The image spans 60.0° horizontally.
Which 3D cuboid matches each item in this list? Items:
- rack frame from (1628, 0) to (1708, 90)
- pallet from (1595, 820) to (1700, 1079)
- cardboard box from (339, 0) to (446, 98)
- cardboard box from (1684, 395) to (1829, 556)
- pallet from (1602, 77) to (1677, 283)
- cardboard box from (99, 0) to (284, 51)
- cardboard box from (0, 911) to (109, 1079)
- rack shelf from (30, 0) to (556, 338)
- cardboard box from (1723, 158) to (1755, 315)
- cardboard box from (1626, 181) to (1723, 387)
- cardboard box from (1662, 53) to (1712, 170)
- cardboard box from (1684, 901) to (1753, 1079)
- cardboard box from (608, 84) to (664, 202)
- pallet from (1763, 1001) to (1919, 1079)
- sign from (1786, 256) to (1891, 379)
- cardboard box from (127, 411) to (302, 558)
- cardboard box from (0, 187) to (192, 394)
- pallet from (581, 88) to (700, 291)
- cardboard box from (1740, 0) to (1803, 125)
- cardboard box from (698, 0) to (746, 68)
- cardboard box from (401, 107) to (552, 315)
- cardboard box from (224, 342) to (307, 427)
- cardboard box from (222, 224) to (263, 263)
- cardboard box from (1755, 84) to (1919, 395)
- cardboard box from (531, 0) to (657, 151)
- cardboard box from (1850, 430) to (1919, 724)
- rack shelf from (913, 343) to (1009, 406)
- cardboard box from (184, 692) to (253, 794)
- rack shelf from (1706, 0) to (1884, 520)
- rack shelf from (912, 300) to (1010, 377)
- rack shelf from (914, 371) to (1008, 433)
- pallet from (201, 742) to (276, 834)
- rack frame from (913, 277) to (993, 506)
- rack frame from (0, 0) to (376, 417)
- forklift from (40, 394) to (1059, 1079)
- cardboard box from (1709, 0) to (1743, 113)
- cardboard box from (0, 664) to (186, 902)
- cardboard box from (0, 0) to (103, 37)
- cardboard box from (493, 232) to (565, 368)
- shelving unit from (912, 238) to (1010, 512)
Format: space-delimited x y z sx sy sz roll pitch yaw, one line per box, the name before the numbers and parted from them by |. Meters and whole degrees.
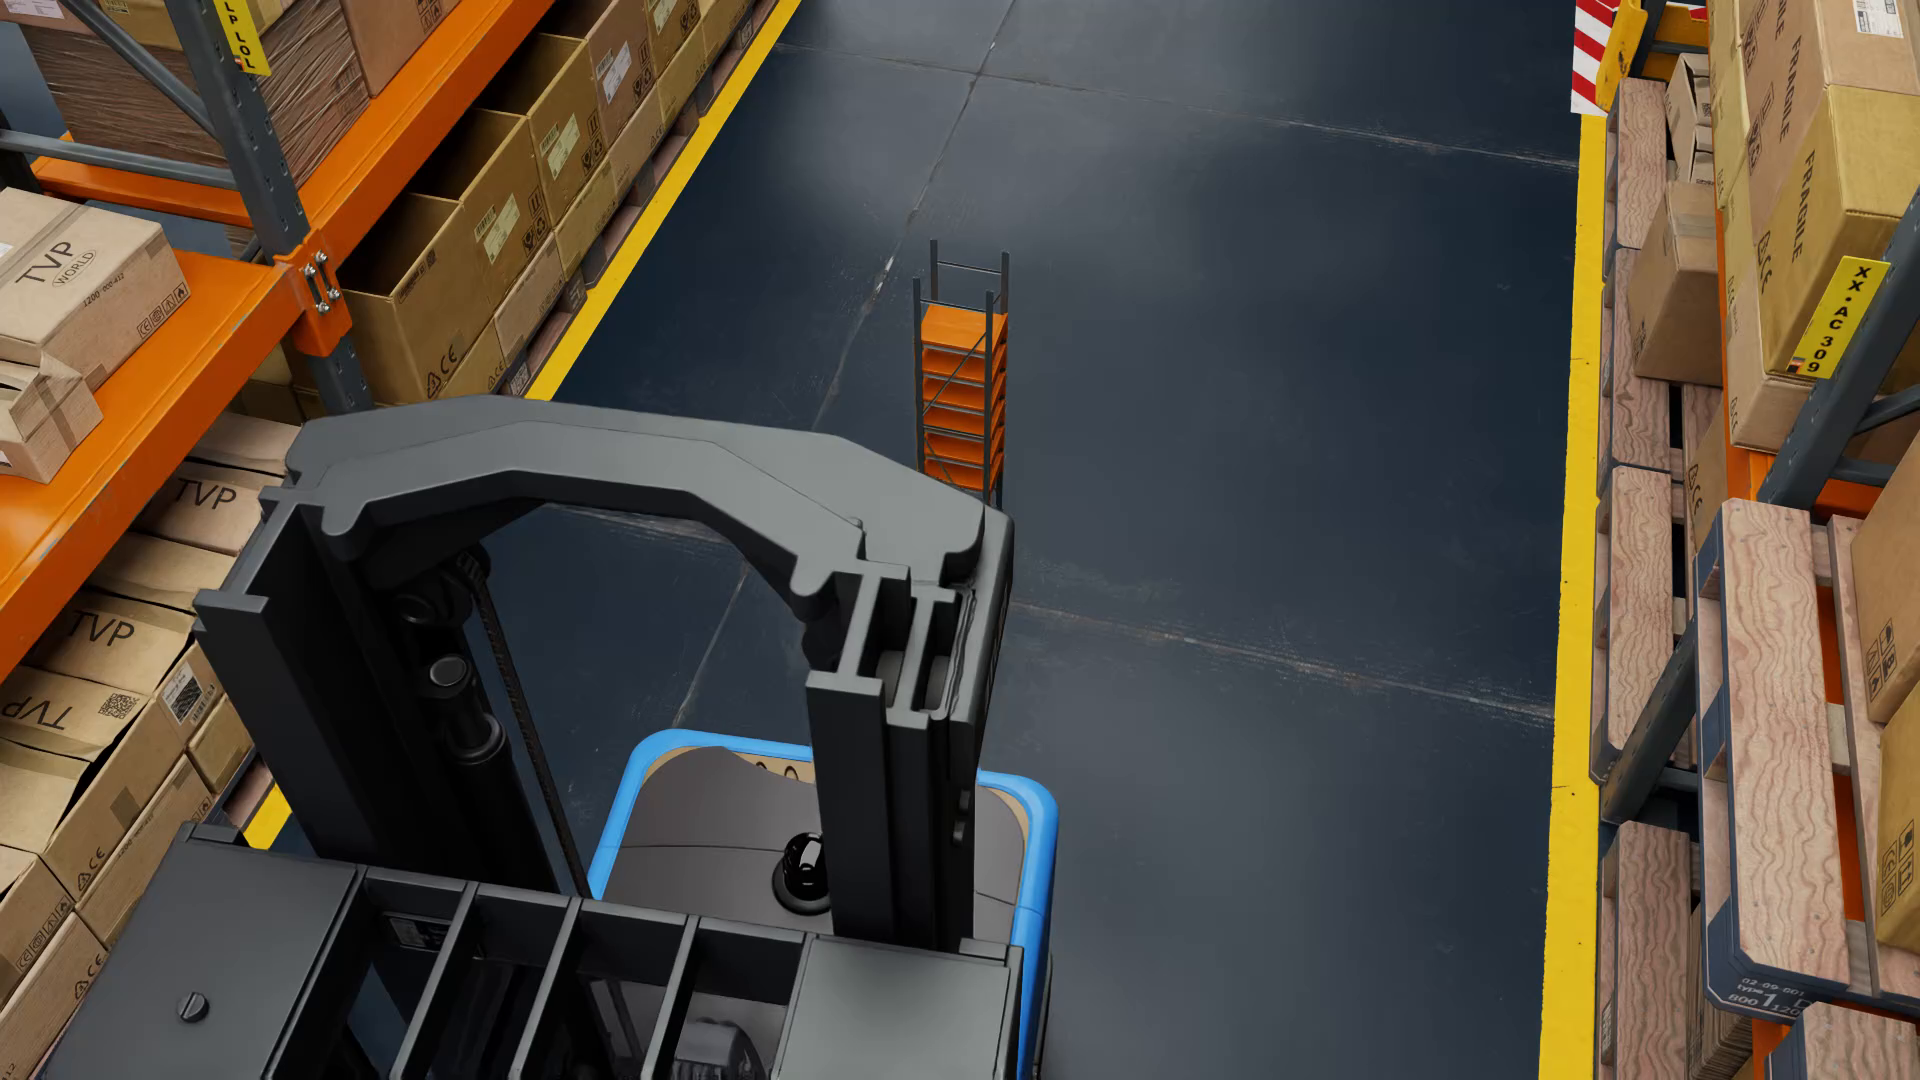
rack frame | 3.475 -2.982 6.381 1.000 3.000 0.127 12 50 10
pallet | 2.219 1.398 4.375 1.003 0.211 1.213 12 50 10
cardboard box | -2.114 -1.801 5.272 0.700 0.500 0.500 11 50 10
cardboard box | 2.657 -0.165 5.269 0.500 0.500 0.500 8 49 7
pallet | 3.207 -1.423 6.865 1.003 0.211 1.213 12 50 10
cardboard box | -2.100 -1.467 4.545 0.380 0.149 0.250 11 50 10
cardboard box | -2.592 1.168 4.272 0.500 0.250 0.500 12 50 11
rack shelf | -1.831 -2.272 6.234 1.077 0.370 4.000 12 50 10
cardboard box | 2.394 -0.806 4.548 0.500 0.250 0.500 12 50 10
cardboard box | 2.815 -0.884 5.903 0.700 0.500 0.500 9 49 8
cardboard box | 3.206 -1.755 6.798 0.500 0.311 0.500 7 49 6
cardboard box | 2.245 1.129 4.127 0.700 0.500 0.500 13 50 11
cardboard box | -1.544 -1.652 6.761 0.500 0.250 0.500 12 50 10
pallet | 1.851 1.429 2.616 1.003 0.211 1.213 12 50 10
sign | 1.897 -0.476 3.592 0.100 0.325 0.005 12 50 10
cardboard box | -2.188 -0.128 5.042 0.500 0.311 0.500 12 50 10
cardboard box | -2.445 -0.649 4.422 0.500 0.250 0.500 14 50 12
pallet | -1.789 -1.593 7.015 1.003 0.211 1.213 12 50 10
cardboard box | 2.517 -1.421 4.590 0.500 0.500 0.500 10 49 9
cardboard box | -1.281 -2.375 7.400 0.500 0.250 0.500 12 50 10
cardboard box | -1.810 -1.177 5.842 0.500 0.500 0.500 12 50 10
cardboard box | -2.446 -0.671 5.895 0.500 0.250 0.500 12 50 10
cardboard box | -2.304 -1.278 5.931 0.500 0.500 0.500 12 50 10
cardboard box | 2.248 -0.696 3.950 0.500 0.500 0.500 11 50 10
cardboard box | -1.541 -1.899 6.479 0.500 0.500 0.500 12 50 10
cardboard box | 2.255 0.094 3.306 0.700 0.500 0.500 12 50 10
rack shelf | 0.004 -0.537 5.163 0.258 0.103 0.180 12 50 10
cardboard box | -2.322 0.430 4.923 0.500 0.250 0.500 11 49 9
rack shelf | 2.949 -1.297 5.374 1.077 0.370 4.000 12 50 10
rack shelf | 0.004 -0.616 5.073 0.258 0.103 0.180 12 50 10
rack shelf | 0.004 -0.458 5.253 0.258 0.103 0.180 12 50 10
pallet | -2.514 0.400 5.256 1.003 0.211 1.213 12 50 10
rack frame | -0.020 -0.341 5.251 0.240 1.200 0.006 12 50 10
rack frame | -2.358 -1.063 4.688 1.000 3.000 0.127 12 50 10
forklift | -0.506 1.329 2.622 1.130 2.935 3.031 7 49 6
cardboard box | 2.642 -1.537 5.193 0.500 0.250 0.500 12 50 10
cardboard box | -2.452 0.610 4.391 0.500 0.311 0.500 11 50 10
cardboard box | -2.493 -1.550 4.618 0.380 0.149 0.250 12 50 10
cardboard box | -1.807 -0.928 6.123 0.500 0.250 0.500 12 50 10
shelving unit | 0.004 -0.408 5.309 0.258 1.200 0.189 12 50 10
